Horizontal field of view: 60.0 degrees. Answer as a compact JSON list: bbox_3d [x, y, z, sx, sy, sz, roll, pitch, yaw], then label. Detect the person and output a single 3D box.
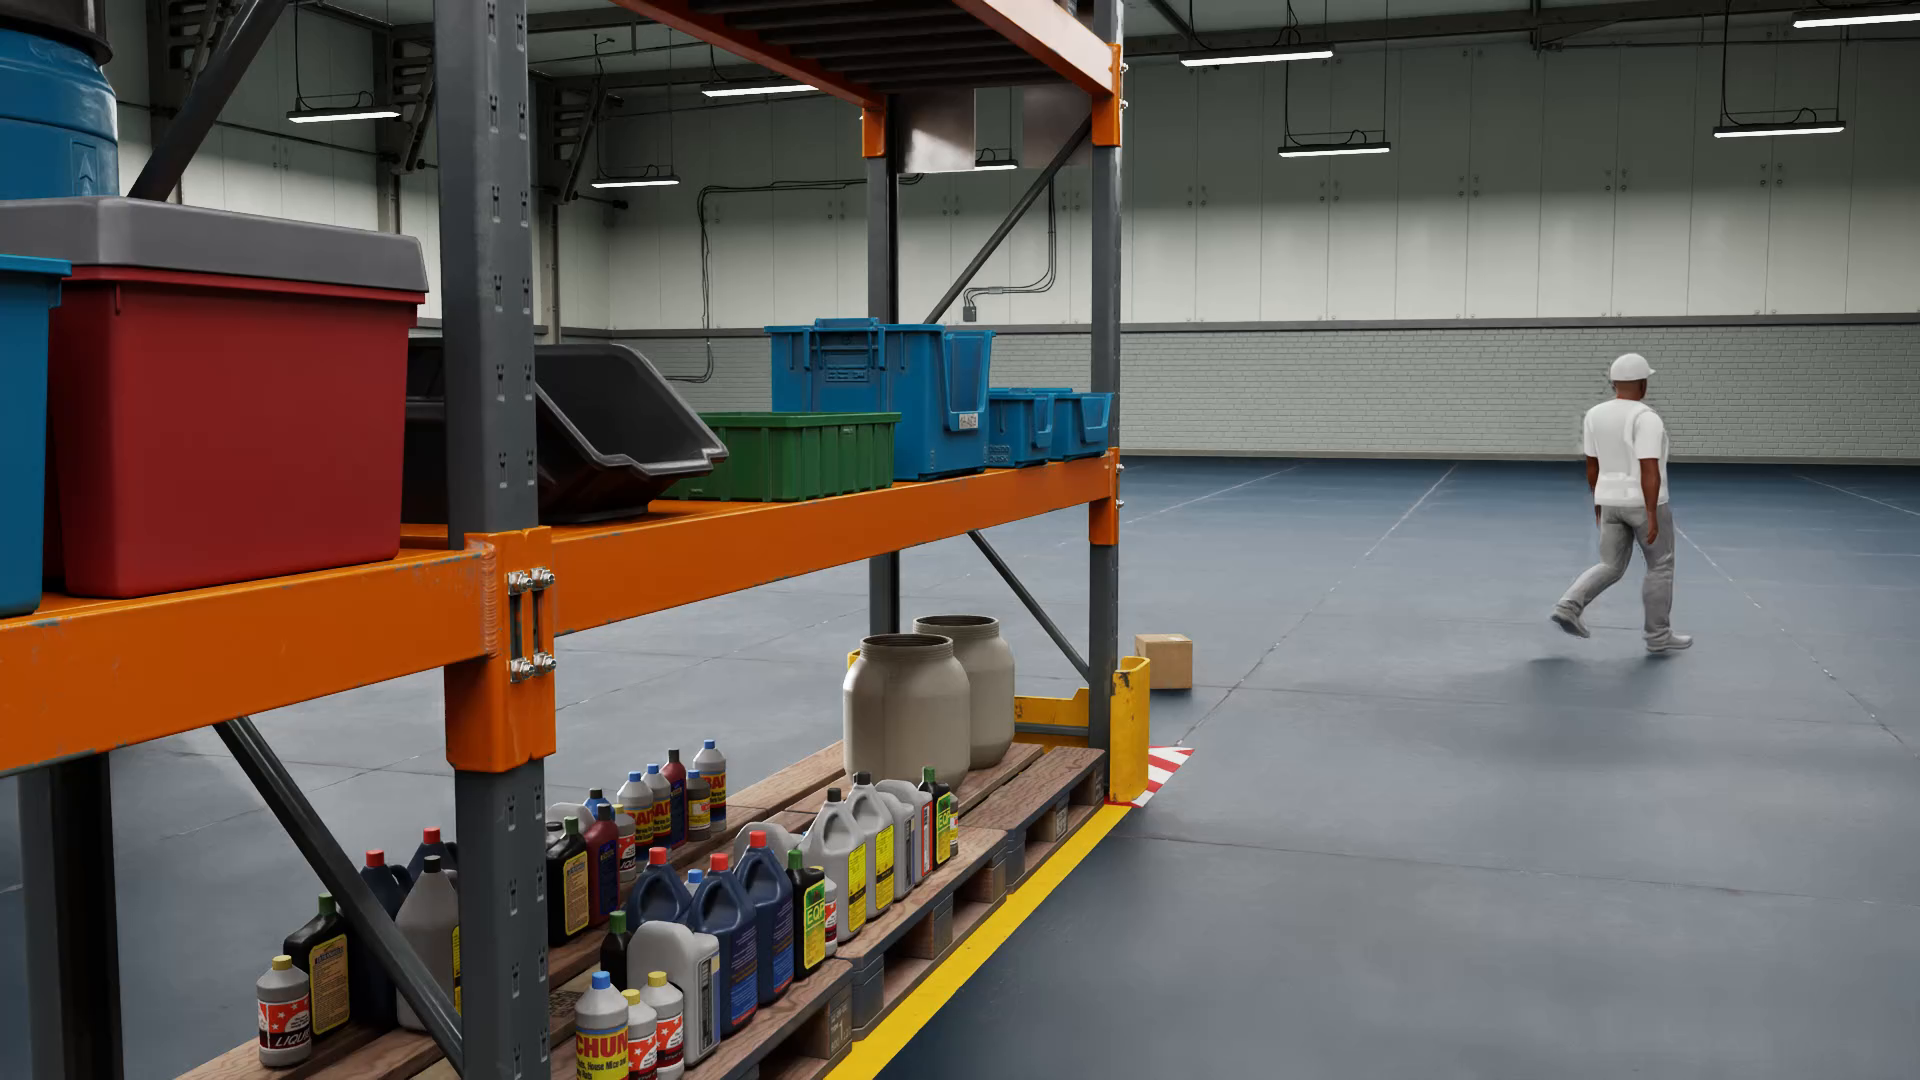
[{"bbox_3d":[3.875,-0.210,9.676,0.898,1.738,0.584,-2,6,-25],"label":"person"}]
